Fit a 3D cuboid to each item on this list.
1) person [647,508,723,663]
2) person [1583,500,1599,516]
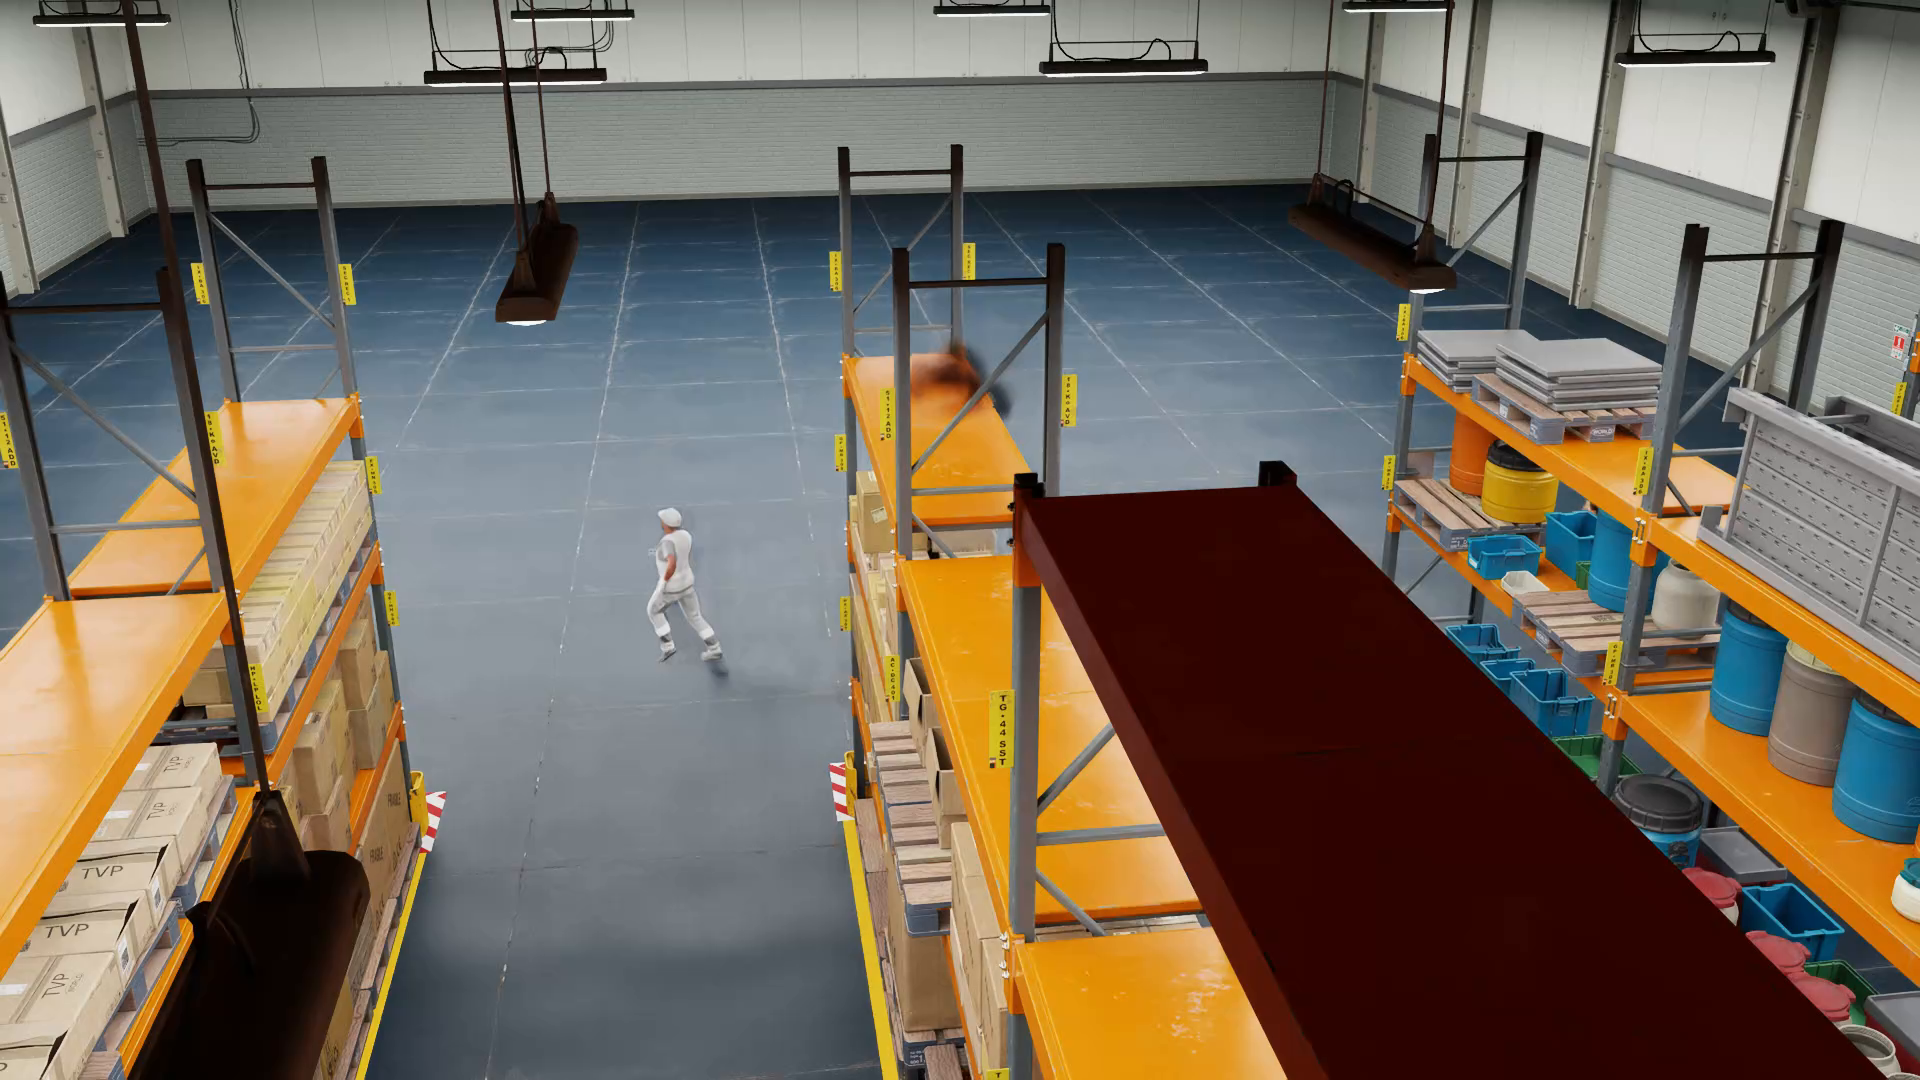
[{"bbox_3d":[-3.035,0.538,17.864,0.910,1.818,0.673,13,25,29],"label":"person"},{"bbox_3d":[7.037,0.323,18.555,0.839,1.703,0.569,7,23,18],"label":"person"}]
